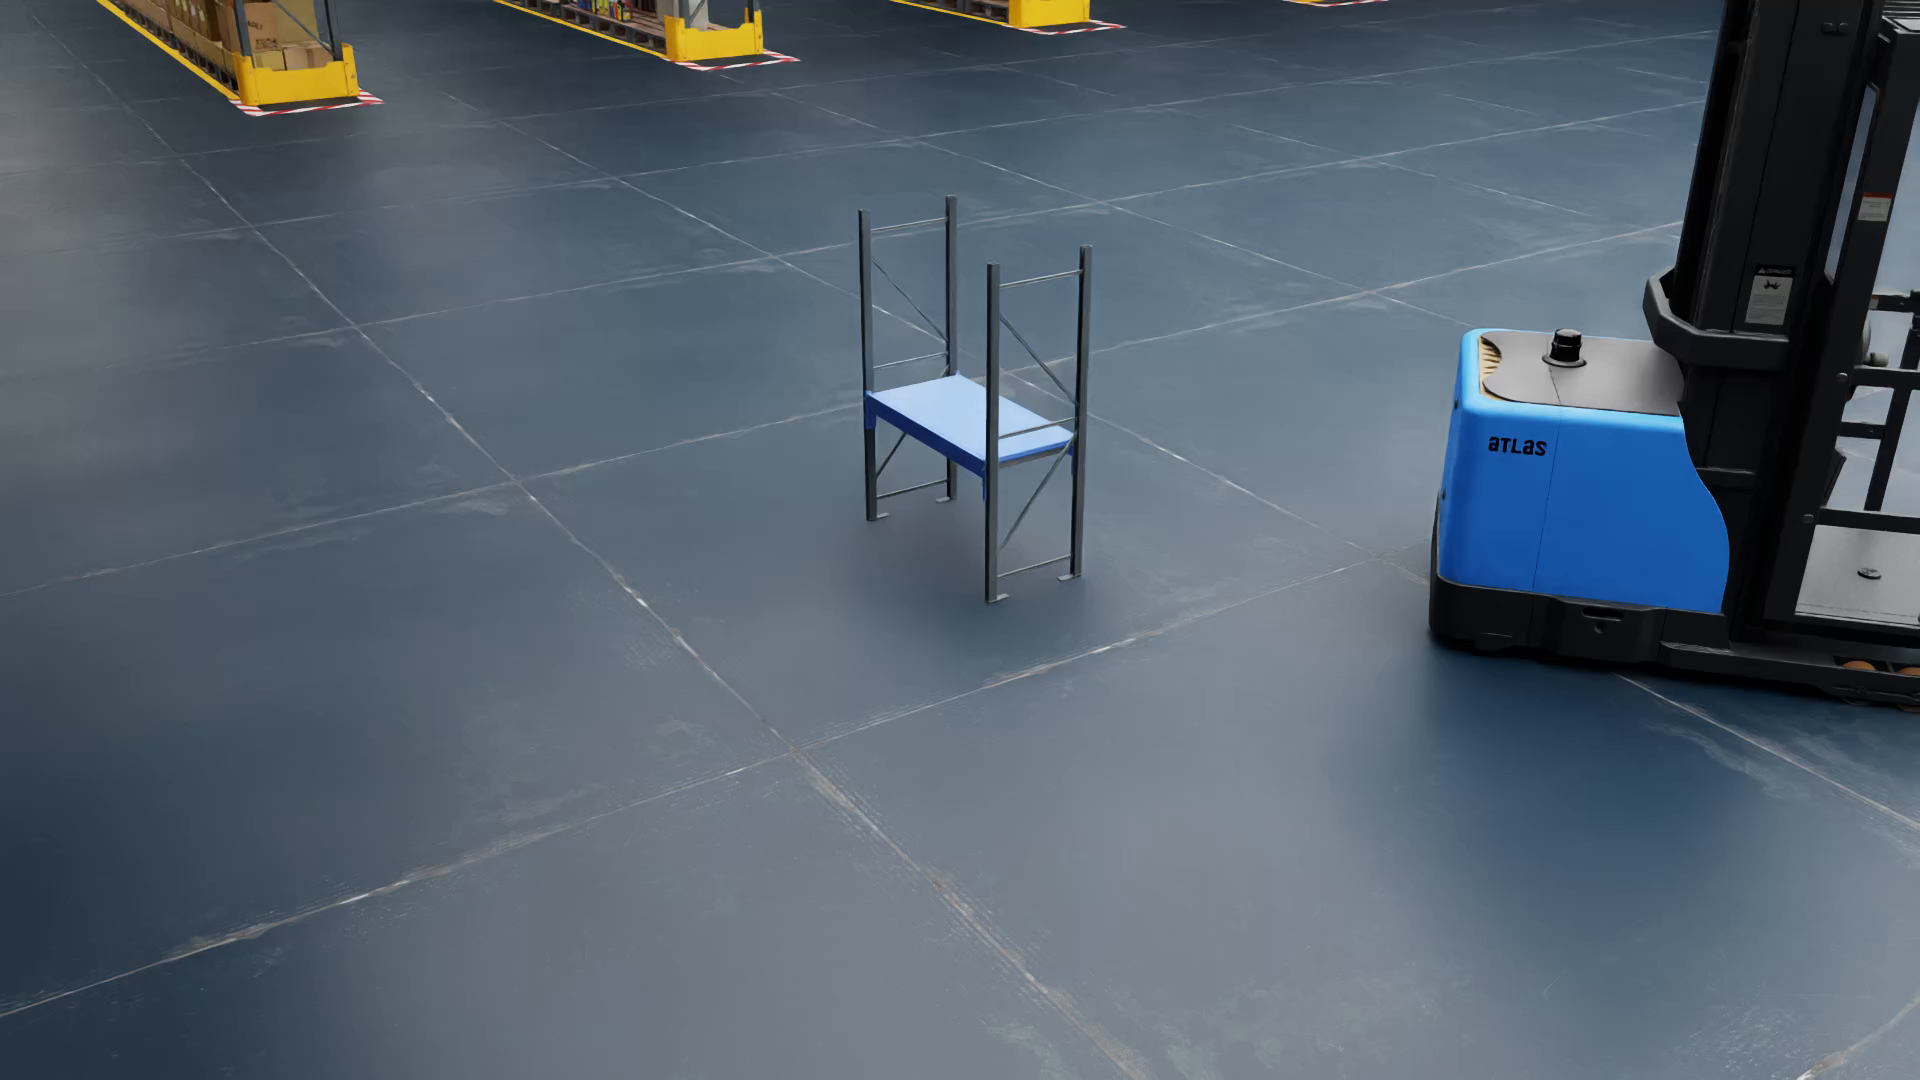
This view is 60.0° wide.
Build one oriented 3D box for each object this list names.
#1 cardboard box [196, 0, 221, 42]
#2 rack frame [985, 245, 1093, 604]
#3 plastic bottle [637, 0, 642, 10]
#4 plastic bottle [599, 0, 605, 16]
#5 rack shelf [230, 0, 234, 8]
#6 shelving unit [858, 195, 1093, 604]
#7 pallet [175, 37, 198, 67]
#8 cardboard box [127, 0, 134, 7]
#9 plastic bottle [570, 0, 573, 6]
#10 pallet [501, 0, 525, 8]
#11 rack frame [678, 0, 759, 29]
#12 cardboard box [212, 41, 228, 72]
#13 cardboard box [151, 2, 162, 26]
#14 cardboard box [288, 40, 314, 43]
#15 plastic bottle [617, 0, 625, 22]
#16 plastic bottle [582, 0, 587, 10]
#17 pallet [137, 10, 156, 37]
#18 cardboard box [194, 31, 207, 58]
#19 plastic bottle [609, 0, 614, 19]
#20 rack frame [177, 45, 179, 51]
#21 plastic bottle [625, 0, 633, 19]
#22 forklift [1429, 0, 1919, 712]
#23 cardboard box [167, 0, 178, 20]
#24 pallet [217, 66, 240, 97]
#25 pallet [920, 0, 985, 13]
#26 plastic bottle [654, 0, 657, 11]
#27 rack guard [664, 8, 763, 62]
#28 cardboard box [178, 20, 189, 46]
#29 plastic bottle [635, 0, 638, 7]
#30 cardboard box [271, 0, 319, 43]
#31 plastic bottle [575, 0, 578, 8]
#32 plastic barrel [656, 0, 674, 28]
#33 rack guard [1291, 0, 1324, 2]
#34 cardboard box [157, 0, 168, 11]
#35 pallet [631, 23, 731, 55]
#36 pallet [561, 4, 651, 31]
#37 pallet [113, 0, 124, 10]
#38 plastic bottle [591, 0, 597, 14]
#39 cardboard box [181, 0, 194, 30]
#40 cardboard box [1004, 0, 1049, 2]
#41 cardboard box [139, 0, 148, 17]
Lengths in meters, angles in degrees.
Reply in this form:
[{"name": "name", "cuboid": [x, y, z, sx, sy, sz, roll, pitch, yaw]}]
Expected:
[{"name": "cardboard box", "cuboid": [-8.143, -5.841, 18.459, 0.500, 0.500, 0.500, -16, 29, -30]}, {"name": "rack frame", "cuboid": [0.324, -0.466, 6.980, 0.500, 1.500, 0.032, -16, 29, -30]}, {"name": "plastic bottle", "cuboid": [-4.272, -7.252, 22.265, 0.061, 0.283, 0.133, -16, 29, -30]}, {"name": "plastic bottle", "cuboid": [-4.646, -7.058, 21.775, 0.144, 0.351, 0.185, -16, 30, -30]}, {"name": "rack shelf", "cuboid": [-8.135, -6.468, 18.781, 1.077, 0.370, 4.000, -16, 29, -30]}, {"name": "shelving unit", "cuboid": [0.047, -0.648, 7.365, 0.538, 1.500, 1.048, -16, 29, -30]}, {"name": "pallet", "cuboid": [-8.827, -5.954, 20.115, 1.003, 0.211, 1.213, -16, 29, -30]}, {"name": "cardboard box", "cuboid": [-11.095, -7.451, 22.748, 0.500, 0.250, 0.500, -16, 30, -31]}, {"name": "plastic bottle", "cuboid": [-5.268, -7.411, 22.616, 0.097, 0.271, 0.097, 0, 25, 0]}, {"name": "pallet", "cuboid": [-6.206, -8.110, 24.681, 1.003, 0.211, 1.213, -16, 29, -30]}, {"name": "rack frame", "cuboid": [-2.891, -7.231, 19.554, 1.000, 3.000, 0.127, -16, 29, -30]}, {"name": "cardboard box", "cuboid": [-7.866, -5.324, 18.243, 0.500, 0.250, 0.500, -16, 29, -30]}, {"name": "cardboard box", "cuboid": [-9.970, -6.718, 21.195, 0.500, 0.250, 0.500, -16, 30, -30]}, {"name": "cardboard box", "cuboid": [-7.425, -5.446, 18.502, 0.500, 0.250, 0.500, -16, 29, -30]}, {"name": "plastic bottle", "cuboid": [-4.340, -6.794, 21.295, 0.061, 0.283, 0.133, -15, 29, -28]}, {"name": "plastic bottle", "cuboid": [-4.981, -7.278, 22.240, 0.144, 0.351, 0.185, -15, 29, -28]}, {"name": "pallet", "cuboid": [-10.331, -6.939, 22.202, 1.003, 0.211, 1.213, -16, 29, -30]}, {"name": "cardboard box", "cuboid": [-8.412, -5.681, 19.000, 0.500, 0.250, 0.500, -16, 29, -30]}, {"name": "plastic bottle", "cuboid": [-4.451, -6.899, 21.526, 0.152, 0.276, 0.135, -16, 30, -31]}, {"name": "rack frame", "cuboid": [-9.226, -7.509, 20.143, 1.000, 3.000, 0.127, -16, 29, -30]}, {"name": "plastic bottle", "cuboid": [-4.286, -6.878, 21.473, 0.061, 0.283, 0.133, -16, 29, -30]}, {"name": "forklift", "cuboid": [3.504, -0.920, 6.266, 3.031, 2.935, 1.130, 7, 26, 14]}, {"name": "cardboard box", "cuboid": [-9.236, -6.556, 19.974, 0.500, 0.500, 0.500, -16, 29, -30]}, {"name": "pallet", "cuboid": [-7.495, -5.081, 18.266, 1.003, 0.211, 1.213, -16, 29, -30]}, {"name": "pallet", "cuboid": [0.142, -7.886, 24.209, 1.003, 0.211, 1.213, -16, 29, -30]}, {"name": "plastic bottle", "cuboid": [-4.027, -7.153, 22.152, 0.097, 0.201, 0.097, 0, 25, 0]}, {"name": "rack guard", "cuboid": [-2.972, -6.117, 20.122, 1.175, 0.500, 0.348, -16, 29, -30]}, {"name": "cardboard box", "cuboid": [-8.959, -6.039, 19.757, 0.500, 0.250, 0.500, -16, 29, -30]}, {"name": "plastic bottle", "cuboid": [-4.376, -7.431, 22.565, 0.144, 0.351, 0.185, -17, 30, -32]}, {"name": "cardboard box", "cuboid": [-7.424, -5.786, 18.343, 0.500, 0.500, 0.500, -16, 29, -30]}, {"name": "plastic bottle", "cuboid": [-5.157, -7.307, 22.476, 0.097, 0.201, 0.097, 0, 25, 0]}, {"name": "plastic barrel", "cuboid": [-3.588, -6.693, 20.836, 0.421, 0.512, 0.421, 0, 25, 0]}, {"name": "rack guard", "cuboid": [5.483, -8.366, 24.887, 1.175, 0.500, 0.348, -16, 29, -30]}, {"name": "cardboard box", "cuboid": [-9.688, -6.787, 20.685, 0.500, 0.311, 0.500, -16, 29, -30]}, {"name": "pallet", "cuboid": [-3.411, -6.278, 20.802, 1.003, 0.211, 1.213, -16, 29, -30]}, {"name": "pallet", "cuboid": [-4.743, -7.151, 22.651, 1.003, 0.211, 1.213, -16, 29, -30]}, {"name": "pallet", "cuboid": [-11.786, -7.954, 24.353, 1.003, 0.211, 1.213, -16, 29, -30]}, {"name": "plastic bottle", "cuboid": [-4.823, -7.111, 21.966, 0.061, 0.283, 0.133, -14, 29, -27]}, {"name": "cardboard box", "cuboid": [-8.690, -6.198, 19.216, 0.500, 0.500, 0.500, -16, 29, -30]}, {"name": "cardboard box", "cuboid": [0.932, -7.672, 22.925, 0.500, 0.500, 0.500, -10, 27, -20]}, {"name": "cardboard box", "cuboid": [-10.527, -7.083, 21.969, 0.500, 0.250, 0.500, -15, 29, -29]}]
